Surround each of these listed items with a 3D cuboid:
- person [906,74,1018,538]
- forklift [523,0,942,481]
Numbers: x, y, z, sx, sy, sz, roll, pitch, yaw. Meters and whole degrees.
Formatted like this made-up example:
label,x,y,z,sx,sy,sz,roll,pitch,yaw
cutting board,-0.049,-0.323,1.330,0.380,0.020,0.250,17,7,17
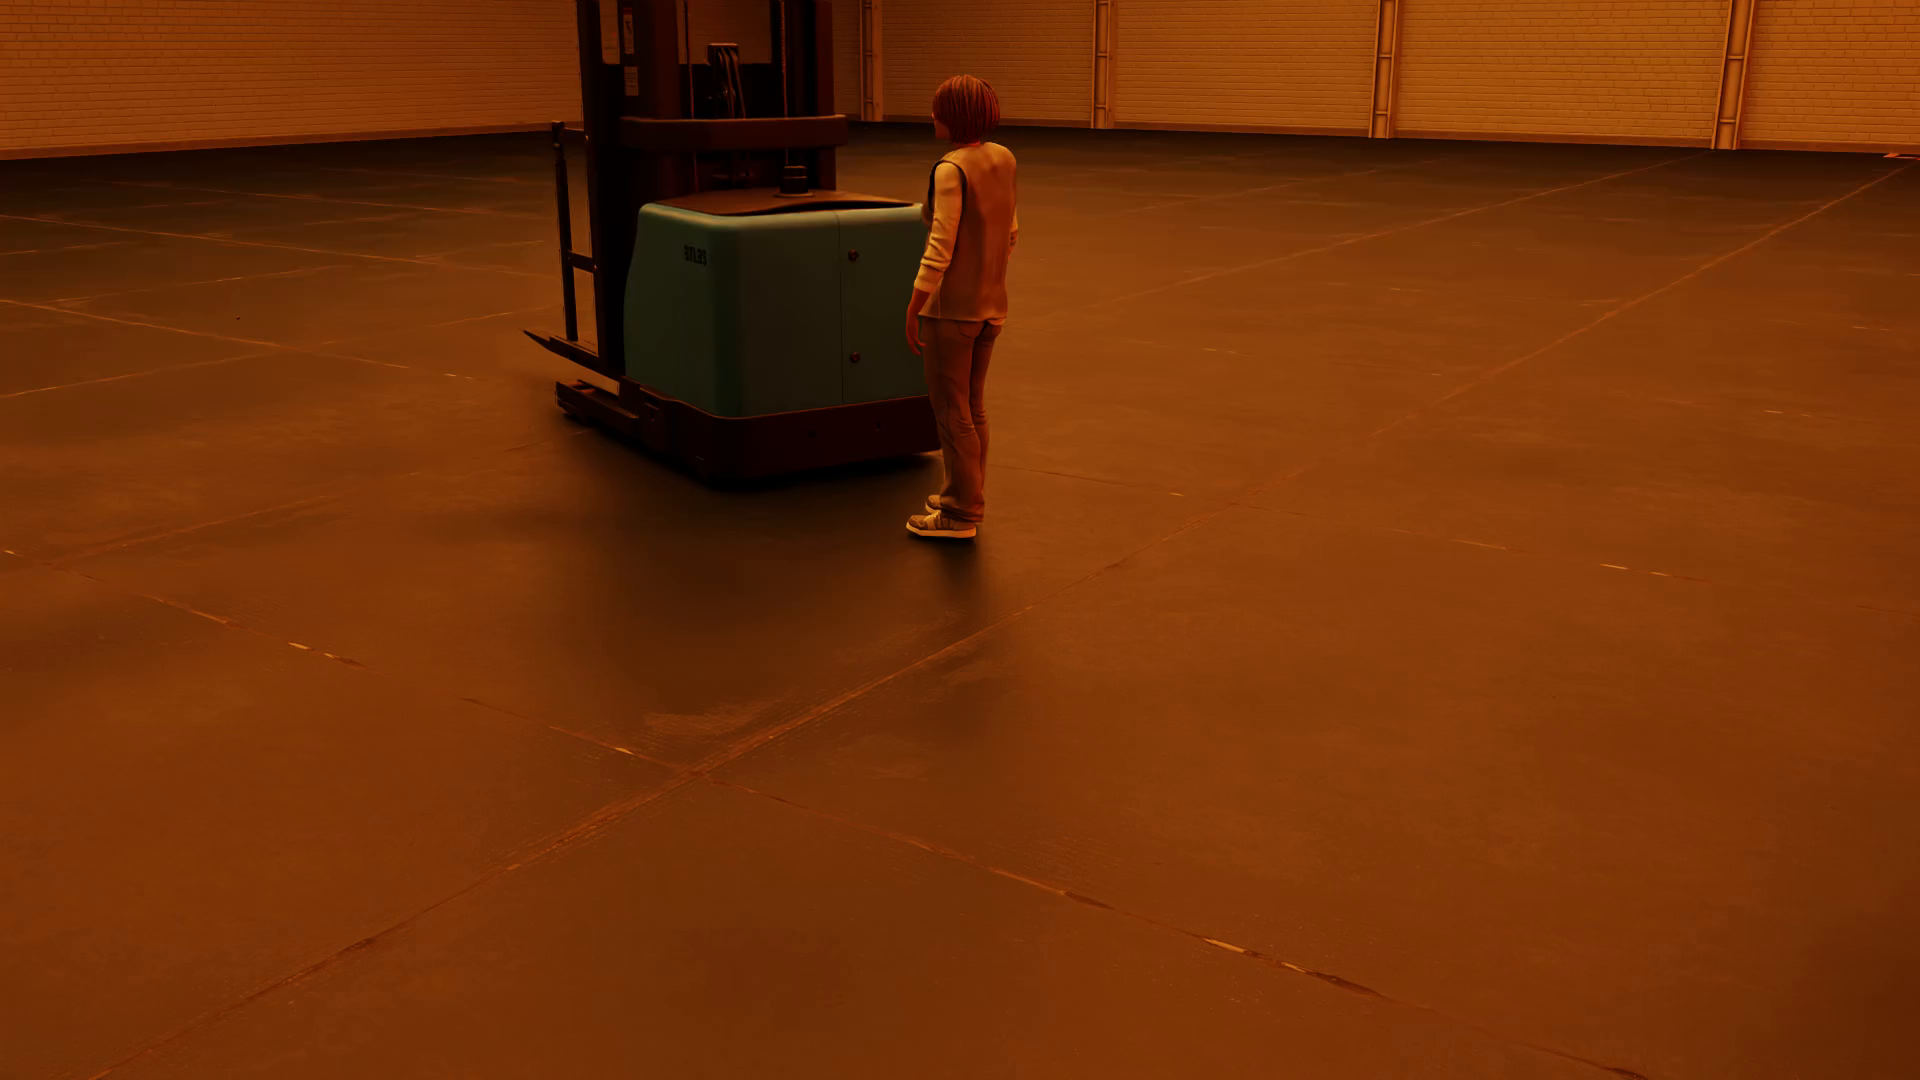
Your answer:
label,x,y,z,sx,sy,sz,roll,pitch,yaw
person,-0.053,-0.788,5.769,0.473,1.599,0.520,11,20,33
forklift,-1.267,-2.011,7.557,1.130,2.935,3.031,-10,19,-31
